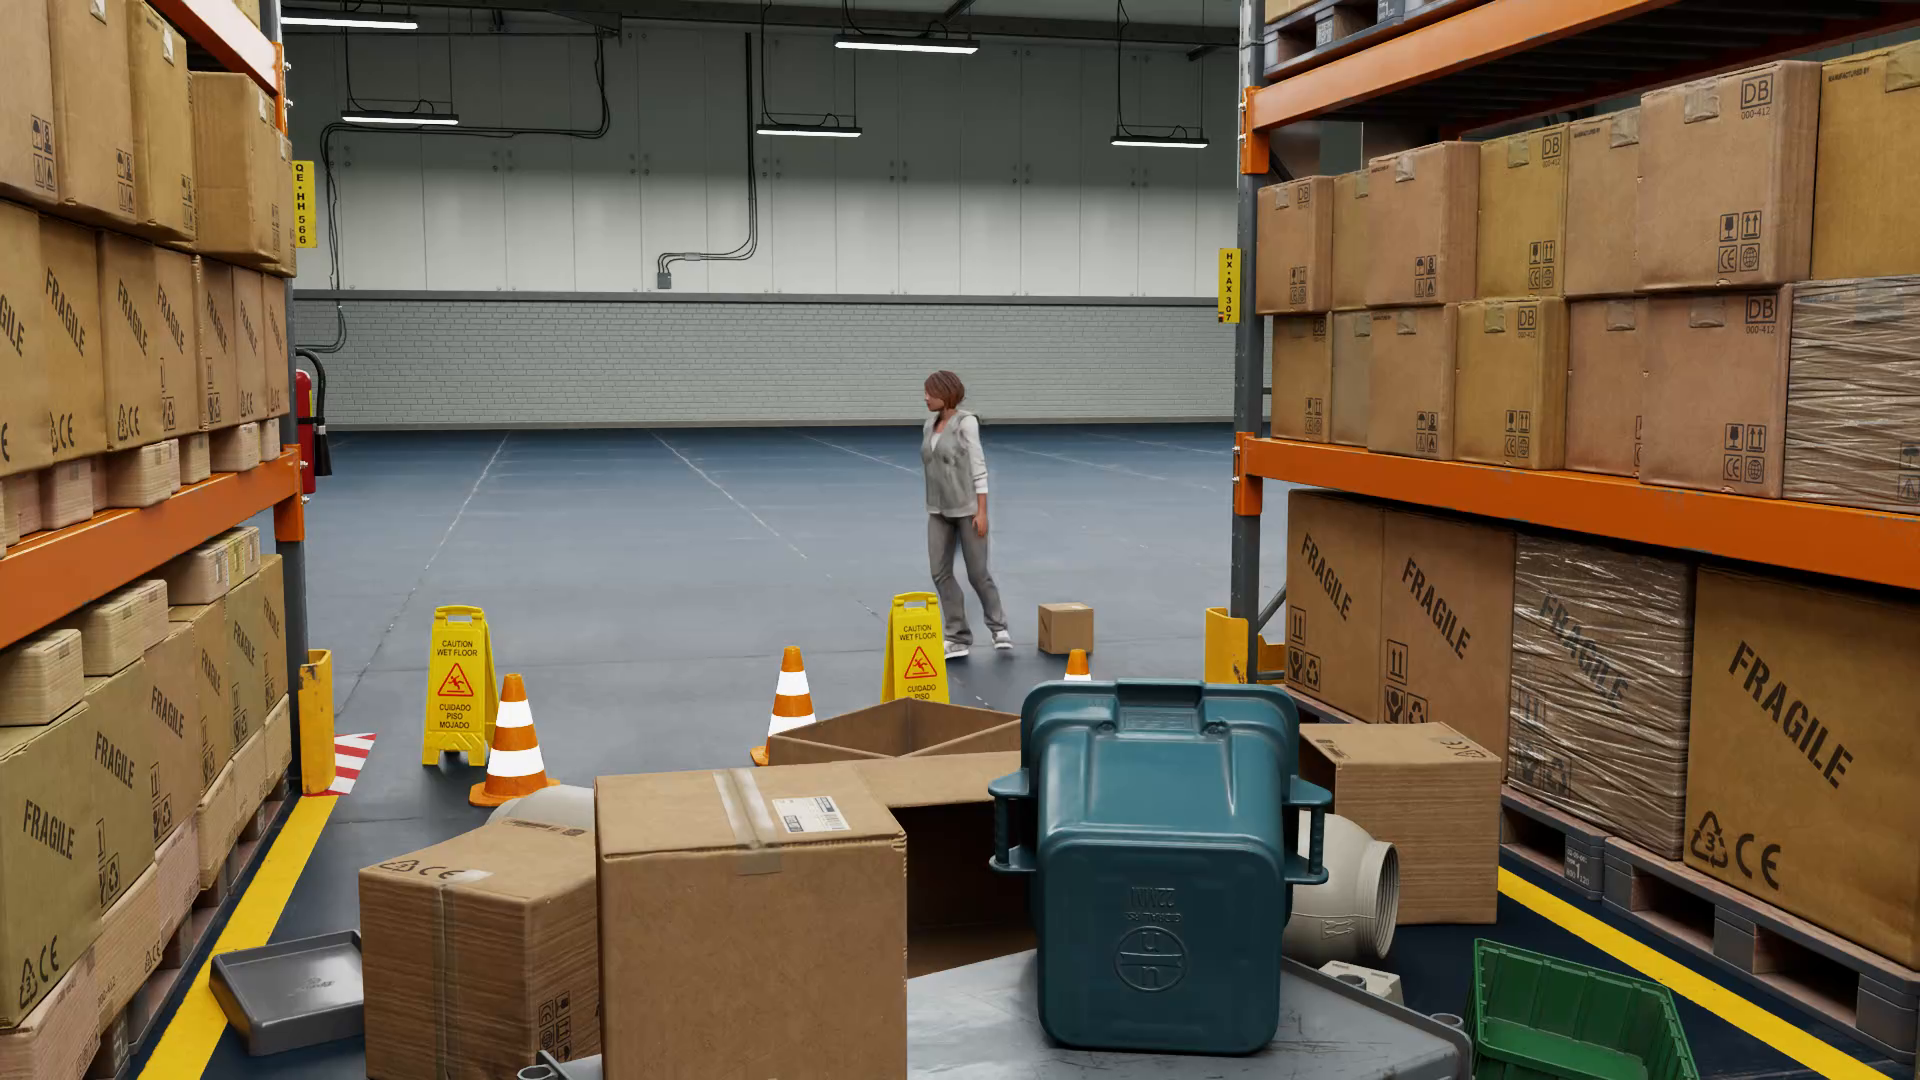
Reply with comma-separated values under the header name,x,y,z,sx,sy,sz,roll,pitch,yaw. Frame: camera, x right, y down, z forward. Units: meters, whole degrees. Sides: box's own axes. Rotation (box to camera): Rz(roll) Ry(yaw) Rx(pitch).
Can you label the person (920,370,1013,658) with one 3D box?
name,x,y,z,sx,sy,sz,roll,pitch,yaw
person,0.039,-0.144,9.181,0.470,1.585,0.513,6,9,42
